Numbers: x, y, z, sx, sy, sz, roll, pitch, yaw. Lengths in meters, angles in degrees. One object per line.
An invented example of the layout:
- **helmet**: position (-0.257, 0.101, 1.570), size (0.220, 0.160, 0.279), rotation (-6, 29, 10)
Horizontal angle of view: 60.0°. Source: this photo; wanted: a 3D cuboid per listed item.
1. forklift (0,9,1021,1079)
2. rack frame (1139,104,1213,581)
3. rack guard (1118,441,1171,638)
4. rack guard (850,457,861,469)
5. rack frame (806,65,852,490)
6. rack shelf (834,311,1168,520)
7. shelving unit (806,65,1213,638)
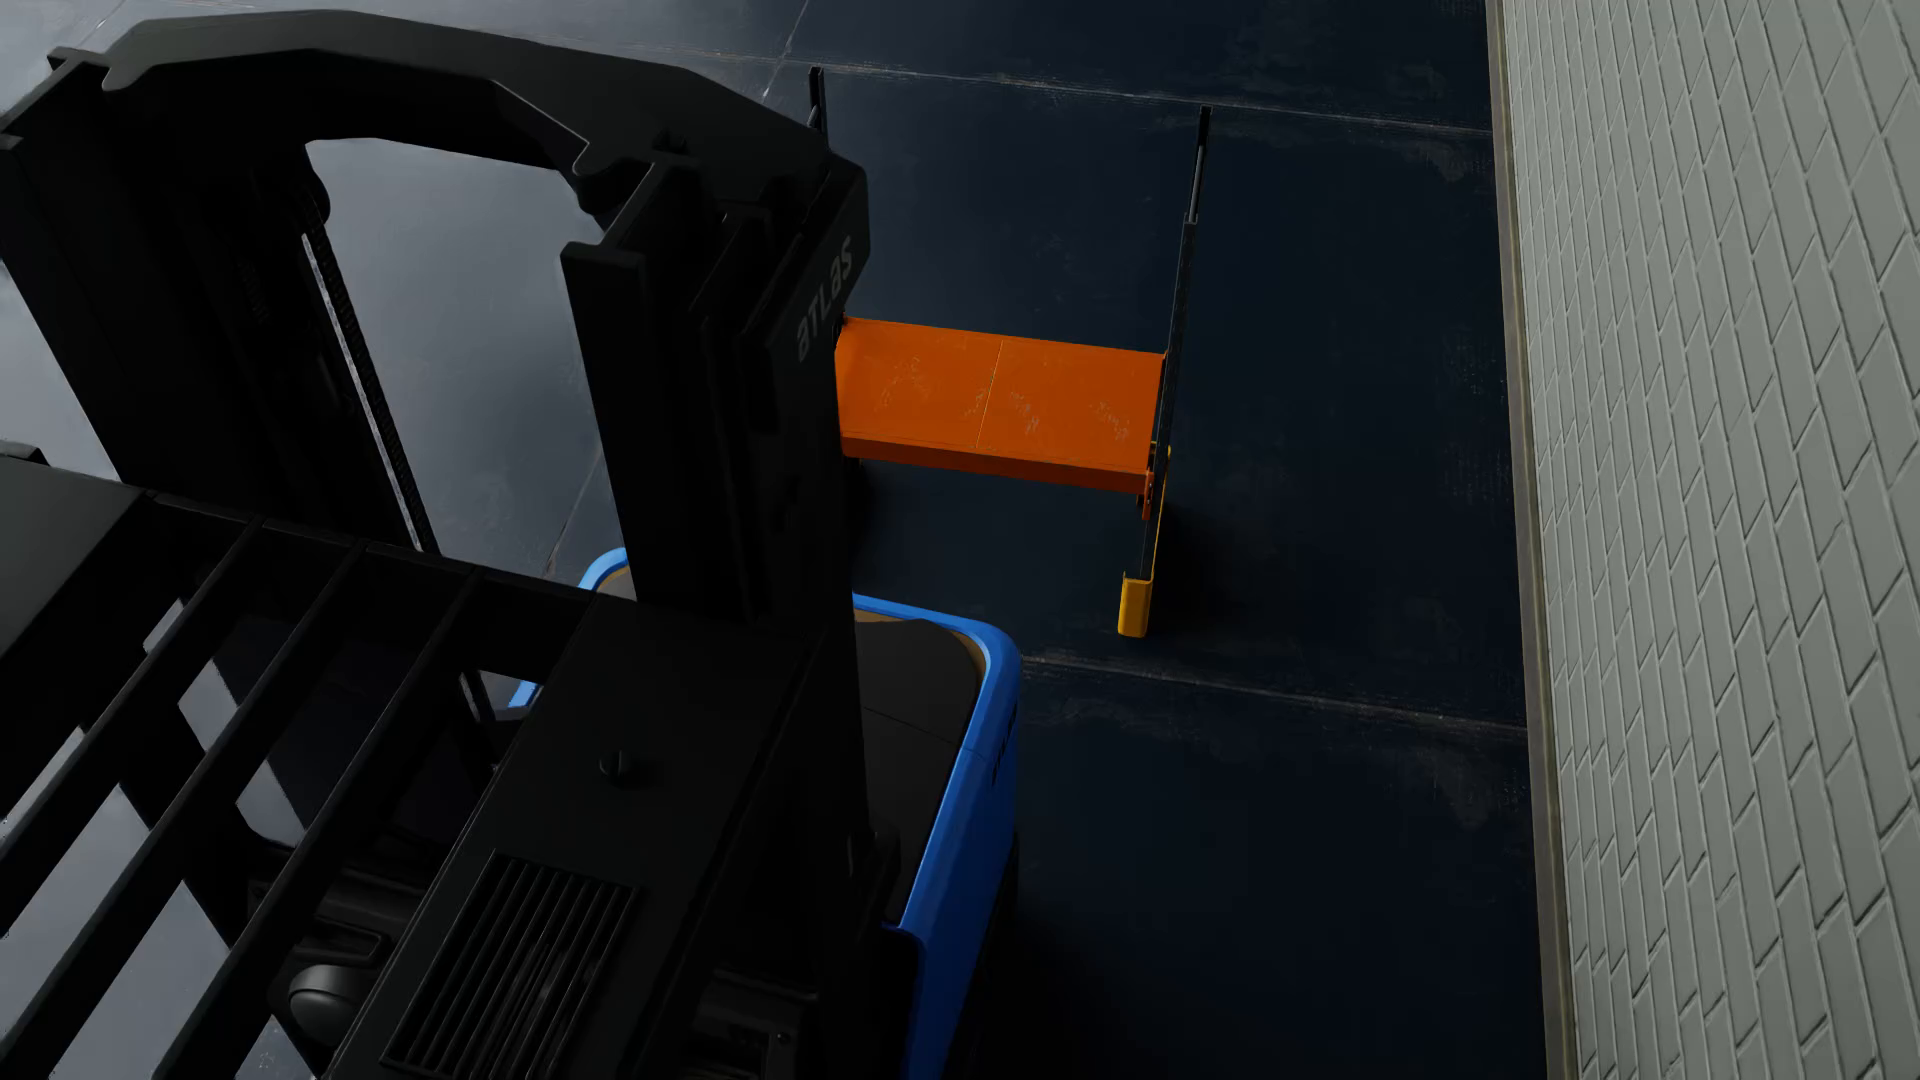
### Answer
- **forklift**: position (-0.750, 0.889, 2.480), size (1.130, 2.935, 3.031), rotation (12, 49, 11)
- **rack frame**: position (0.584, -0.423, 4.622), size (0.032, 1.500, 0.500), rotation (8, 49, 7)
- **rack guard**: position (0.565, -0.008, 5.089), size (0.087, 0.250, 0.587), rotation (8, 49, 7)
- **rack guard**: position (-0.415, -0.139, 5.207), size (0.087, 0.250, 0.587), rotation (8, 49, 7)
- **rack frame**: position (-0.416, -0.557, 4.742), size (0.032, 1.500, 0.500), rotation (8, 49, 7)
- **rack shelf**: position (0.084, -0.370, 4.816), size (1.000, 0.185, 0.538), rotation (8, 49, 7)
- **shelving unit**: position (0.075, -0.491, 4.683), size (1.083, 1.500, 0.587), rotation (8, 49, 7)
